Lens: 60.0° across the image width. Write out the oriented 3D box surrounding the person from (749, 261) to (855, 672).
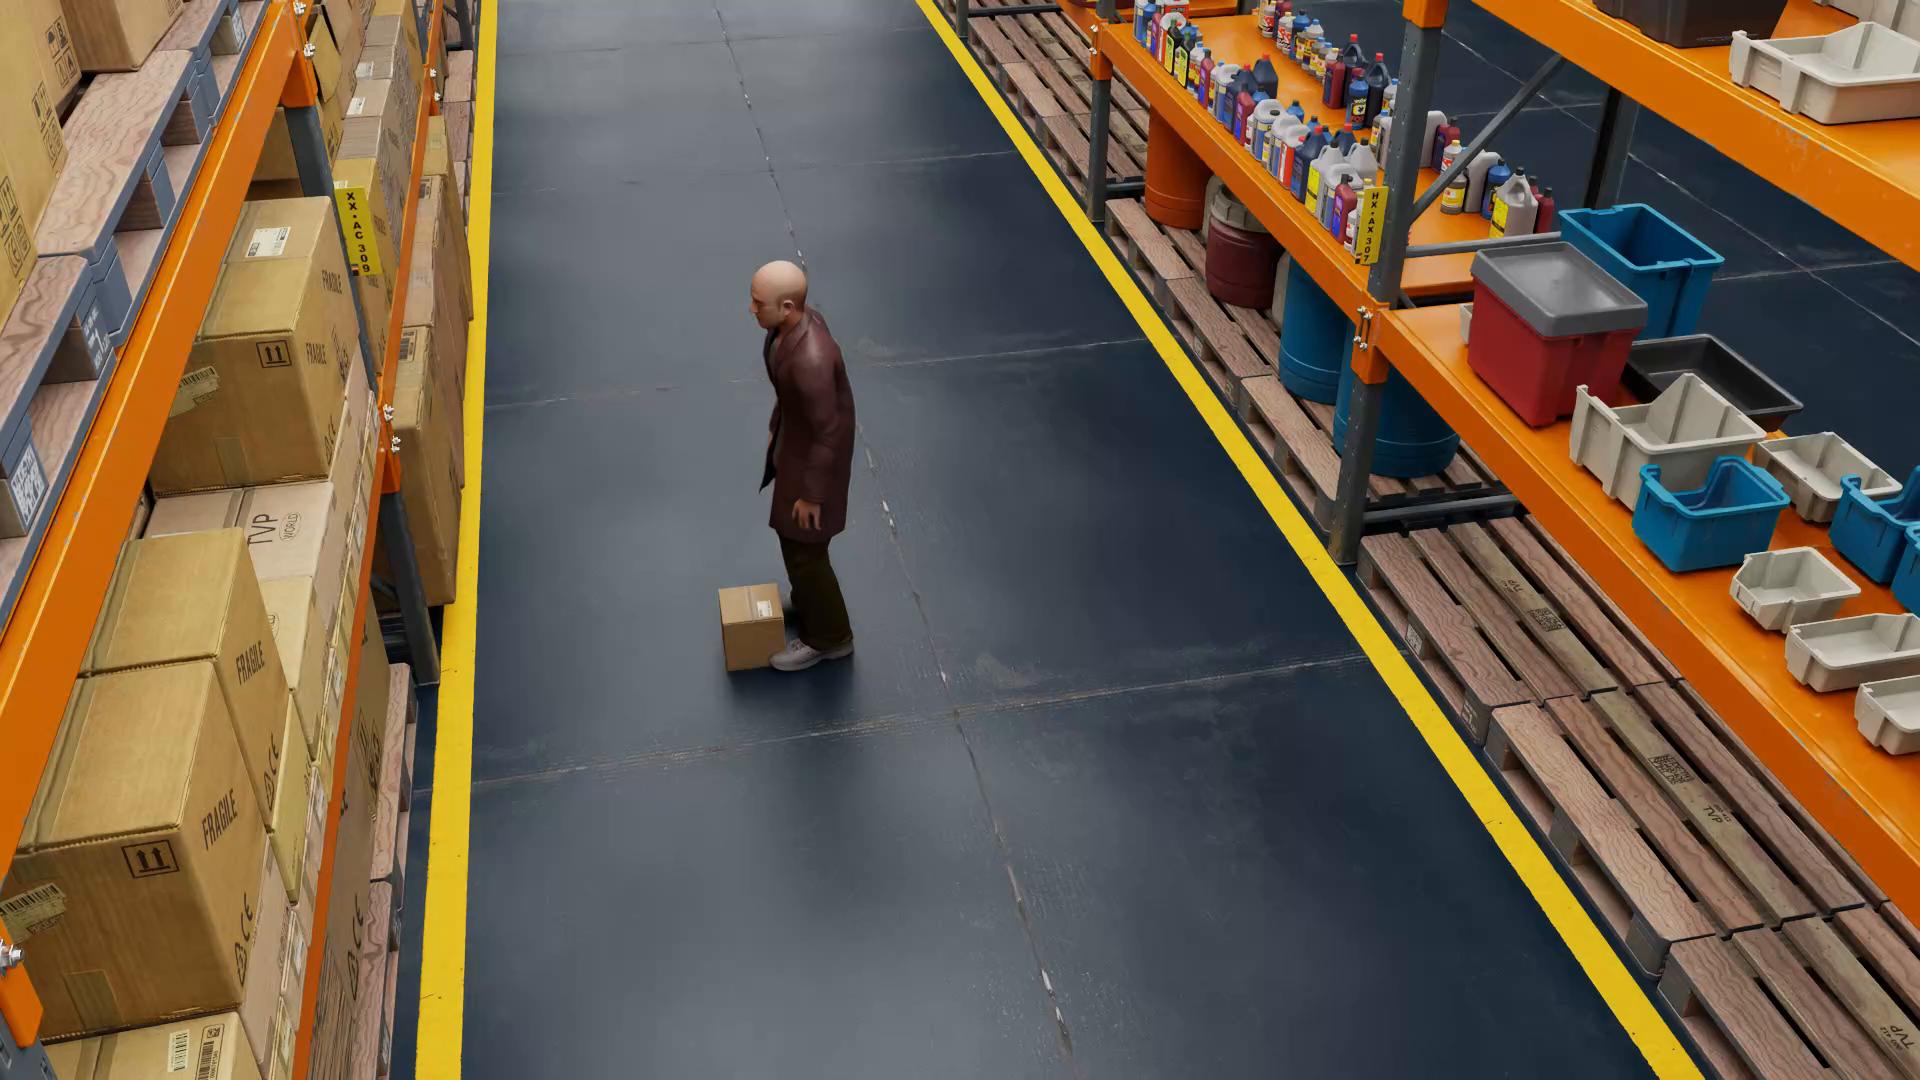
[{"bbox_3d":[-0.627,-0.294,6.594,0.423,1.774,0.653,-9,35,-13],"label":"person"}]
